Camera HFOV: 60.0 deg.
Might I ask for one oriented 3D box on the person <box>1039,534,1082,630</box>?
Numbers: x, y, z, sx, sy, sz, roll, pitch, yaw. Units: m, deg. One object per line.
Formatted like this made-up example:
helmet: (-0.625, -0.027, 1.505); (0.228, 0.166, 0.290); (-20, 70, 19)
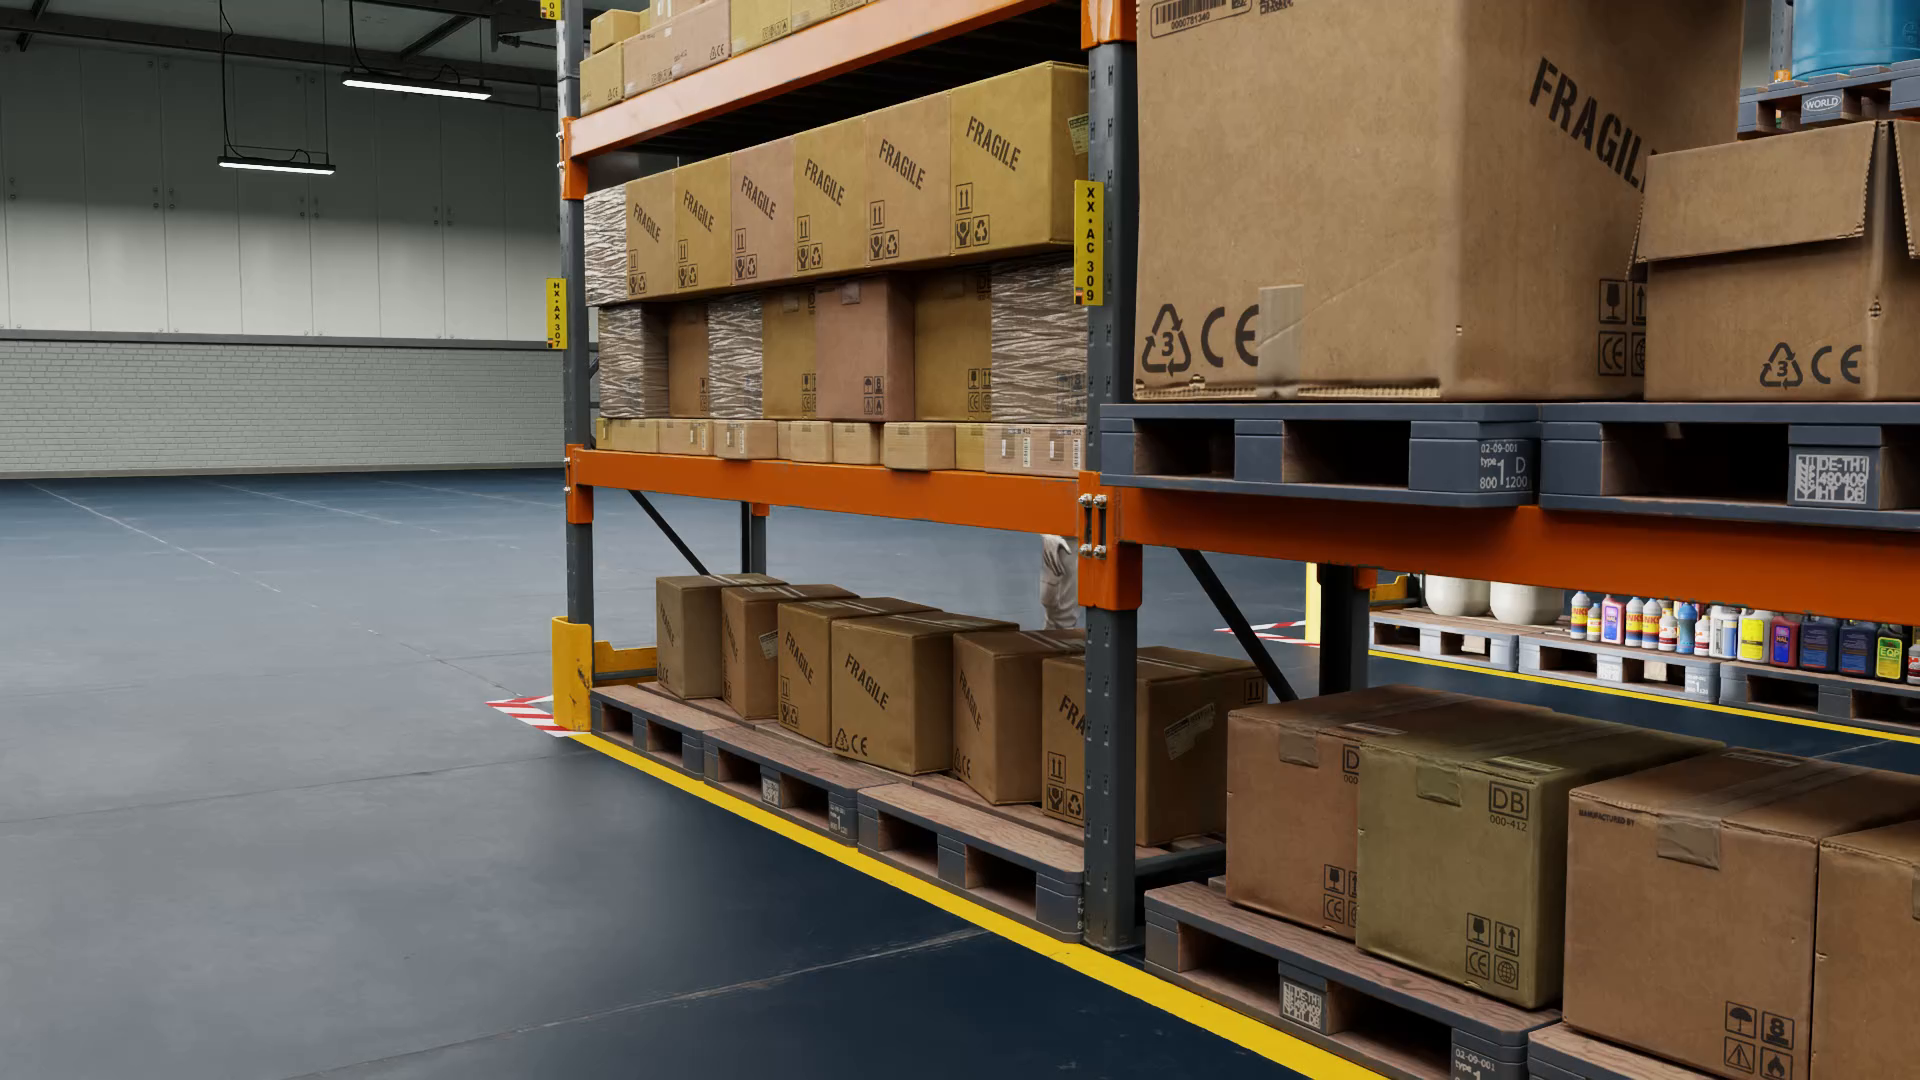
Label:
person: (0.621, -0.005, 7.495); (0.549, 1.781, 0.668); (-3, 5, -29)
